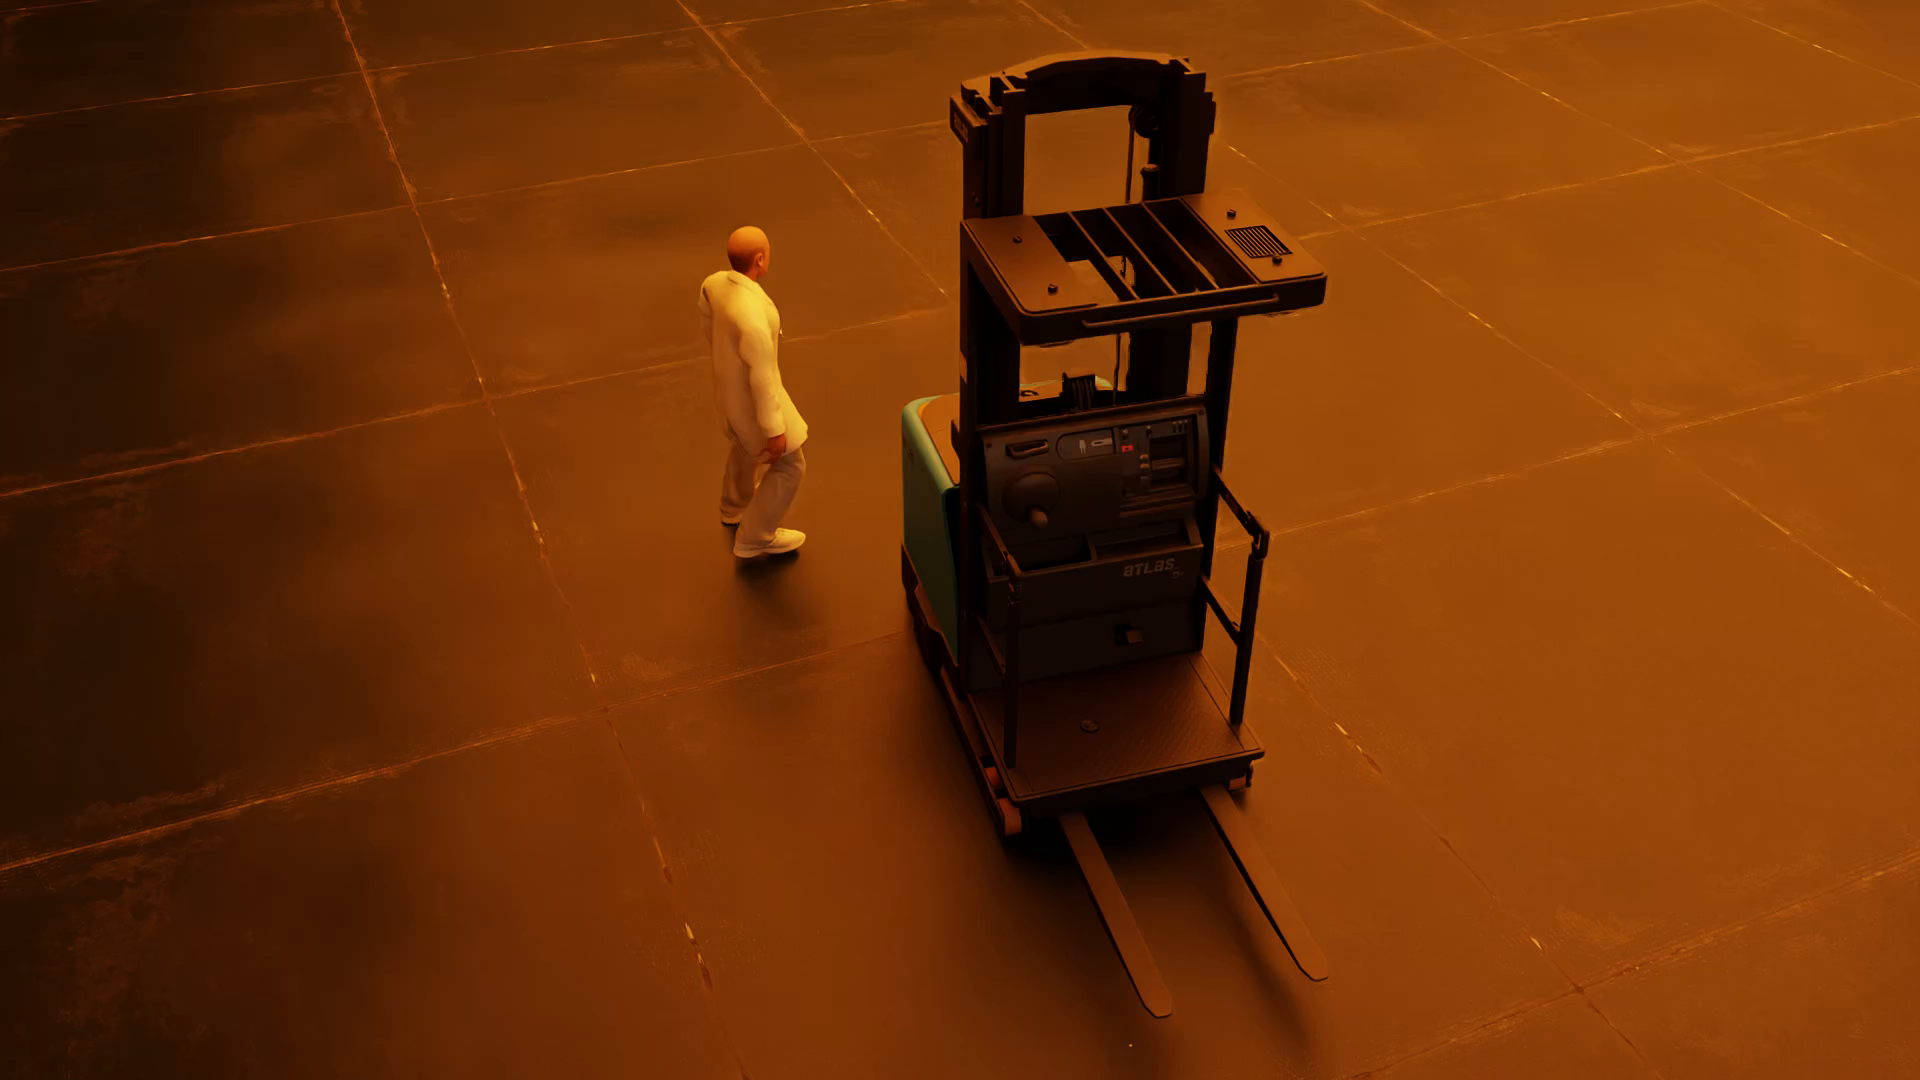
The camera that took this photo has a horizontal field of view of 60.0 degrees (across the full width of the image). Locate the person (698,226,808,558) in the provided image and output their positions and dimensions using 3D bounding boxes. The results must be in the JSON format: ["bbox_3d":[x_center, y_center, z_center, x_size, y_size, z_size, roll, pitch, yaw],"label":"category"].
[{"bbox_3d":[-1.009,-0.711,8.119,0.436,1.750,0.864,-19,40,-25],"label":"person"}]

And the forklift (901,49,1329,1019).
[{"bbox_3d":[0.604,-0.221,6.409,1.130,2.935,3.031,-9,36,-13],"label":"forklift"}]
